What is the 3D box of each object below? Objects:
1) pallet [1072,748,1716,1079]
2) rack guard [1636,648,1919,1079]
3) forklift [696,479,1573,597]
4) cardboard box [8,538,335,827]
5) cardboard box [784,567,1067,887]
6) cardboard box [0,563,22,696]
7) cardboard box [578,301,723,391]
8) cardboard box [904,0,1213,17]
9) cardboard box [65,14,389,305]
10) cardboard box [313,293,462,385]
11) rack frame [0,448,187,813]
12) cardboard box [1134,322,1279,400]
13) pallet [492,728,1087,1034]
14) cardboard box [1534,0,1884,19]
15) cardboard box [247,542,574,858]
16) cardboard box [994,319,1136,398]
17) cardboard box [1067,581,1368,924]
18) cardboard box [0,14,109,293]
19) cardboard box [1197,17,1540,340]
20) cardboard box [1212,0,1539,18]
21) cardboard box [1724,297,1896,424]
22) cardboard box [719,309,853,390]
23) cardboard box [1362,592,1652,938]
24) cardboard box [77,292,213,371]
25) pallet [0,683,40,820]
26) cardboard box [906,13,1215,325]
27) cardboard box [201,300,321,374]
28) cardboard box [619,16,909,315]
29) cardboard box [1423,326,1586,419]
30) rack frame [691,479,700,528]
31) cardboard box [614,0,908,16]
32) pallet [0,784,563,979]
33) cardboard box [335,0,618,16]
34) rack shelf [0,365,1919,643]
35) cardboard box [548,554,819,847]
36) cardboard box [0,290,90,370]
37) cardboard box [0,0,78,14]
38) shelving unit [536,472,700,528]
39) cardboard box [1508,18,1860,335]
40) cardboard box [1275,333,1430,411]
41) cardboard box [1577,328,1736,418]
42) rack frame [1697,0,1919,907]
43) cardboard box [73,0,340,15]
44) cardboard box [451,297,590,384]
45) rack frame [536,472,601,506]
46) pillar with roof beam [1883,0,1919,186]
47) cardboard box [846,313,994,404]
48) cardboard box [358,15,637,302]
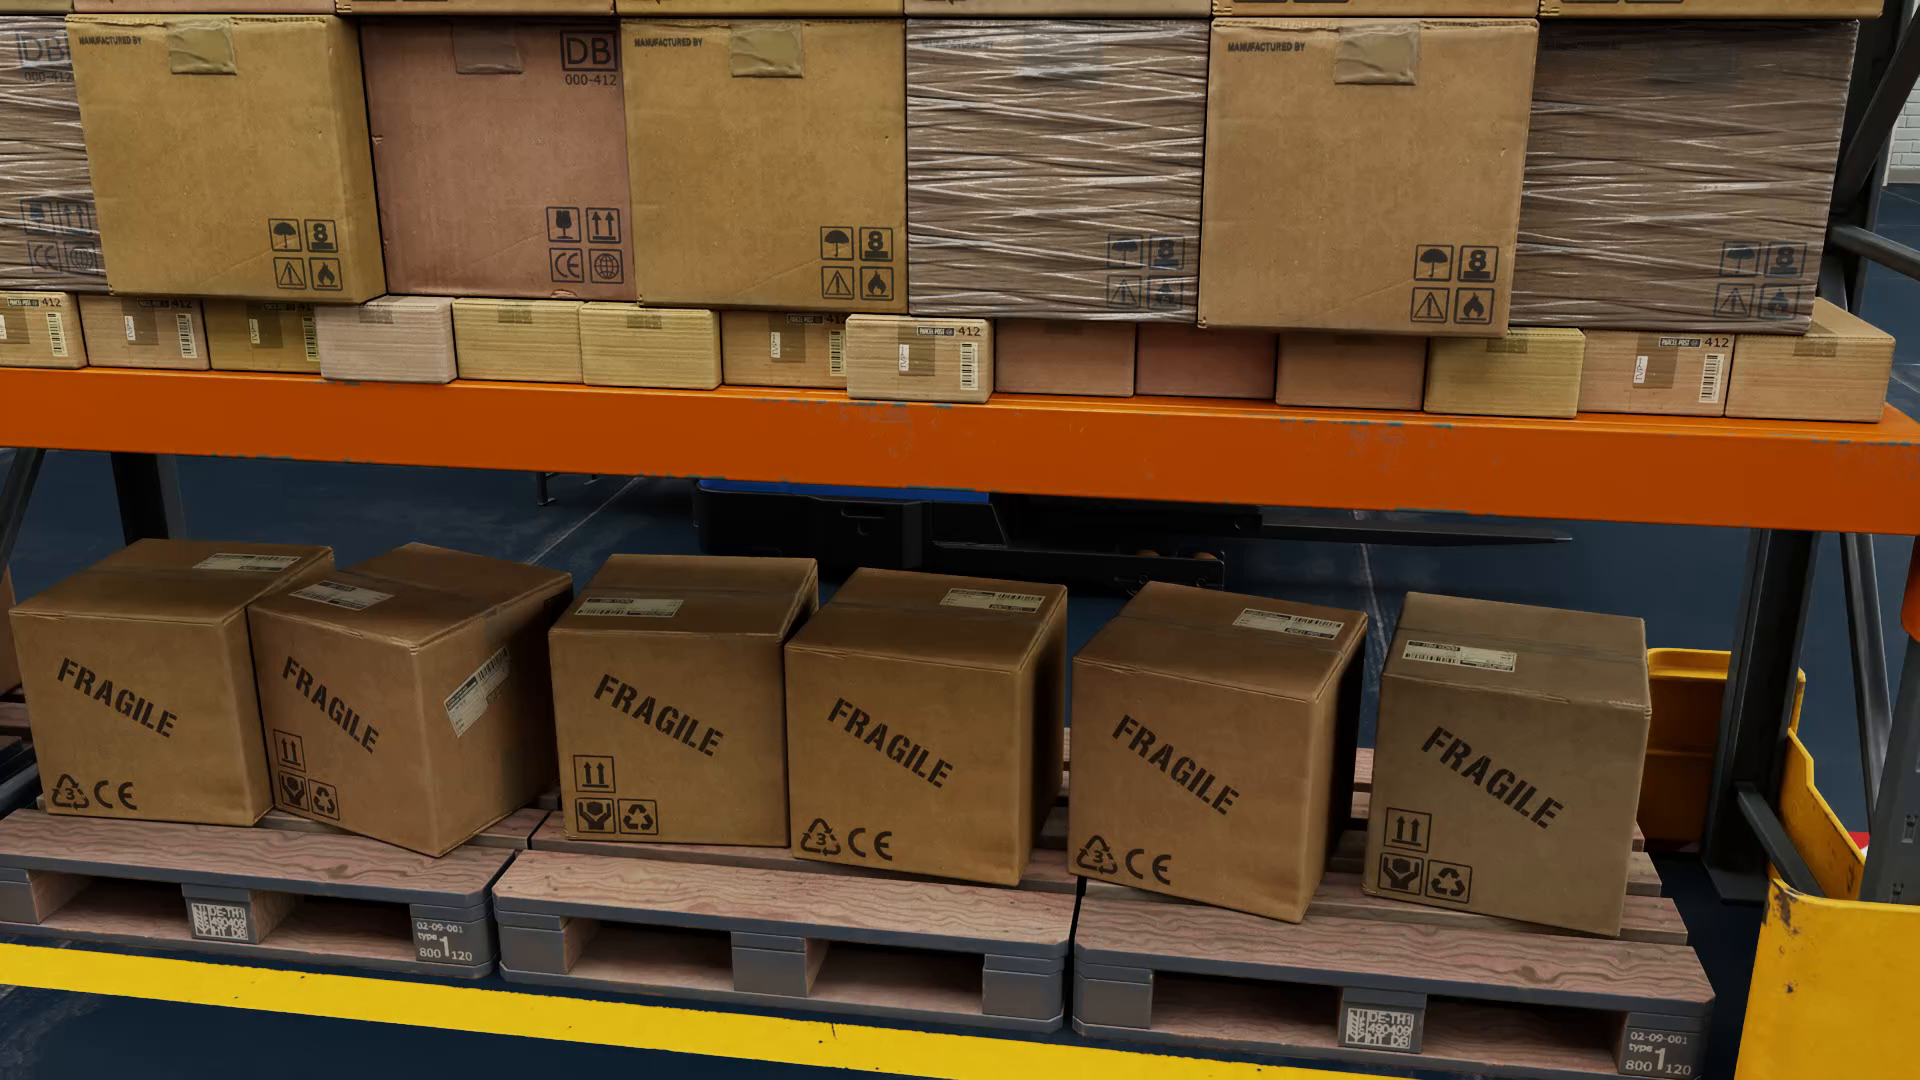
[{"bbox_3d":[0.893,0.768,3.675,1.213,0.211,1.003,3,19,9],"label":"pallet"},{"bbox_3d":[1.689,0.683,3.474,0.348,0.500,1.175,3,19,9],"label":"rack guard"},{"bbox_3d":[0.622,-1.359,5.746,3.031,2.935,1.130,3,19,8],"label":"forklift"},{"bbox_3d":[-1.797,0.319,3.900,0.500,0.500,0.500,2,19,7],"label":"cardboard box"},{"bbox_3d":[-0.060,0.394,3.675,0.500,0.500,0.500,5,19,14],"label":"cardboard box"},{"bbox_3d":[-2.788,0.239,4.107,0.500,0.500,0.700,1,19,4],"label":"cardboard box"},{"bbox_3d":[-0.537,-0.404,3.180,0.250,0.149,0.380,3,19,9],"label":"cardboard box"},{"bbox_3d":[0.194,-1.161,2.843,0.500,0.500,0.500,3,19,9],"label":"cardboard box"},{"bbox_3d":[-1.263,-0.810,3.370,0.500,0.500,0.875,3,19,9],"label":"cardboard box"},{"bbox_3d":[-1.036,-0.420,3.227,0.250,0.149,0.380,3,19,9],"label":"cardboard box"},{"bbox_3d":[-2.185,-0.700,3.667,0.127,3.000,1.000,3,19,9],"label":"rack frame"},{"bbox_3d":[0.464,-0.381,3.111,0.250,0.149,0.380,3,19,9],"label":"cardboard box"},{"bbox_3d":[-0.308,0.706,3.860,1.213,0.211,1.003,3,19,9],"label":"pallet"},{"bbox_3d":[1.182,-1.111,2.695,0.500,0.500,0.500,3,19,9],"label":"cardboard box"},{"bbox_3d":[-1.230,0.346,3.821,0.500,0.500,0.500,9,21,26],"label":"cardboard box"},{"bbox_3d":[0.213,-0.387,3.128,0.250,0.149,0.380,3,19,9],"label":"cardboard box"},{"bbox_3d":[0.555,0.432,3.563,0.500,0.500,0.500,8,20,23],"label":"cardboard box"},{"bbox_3d":[-1.751,-0.846,3.479,0.500,0.500,0.875,3,19,9],"label":"cardboard box"},{"bbox_3d":[0.713,-0.711,3.074,0.500,0.500,0.875,3,19,9],"label":"cardboard box"},{"bbox_3d":[0.687,-1.135,2.765,0.500,0.500,0.500,3,19,9],"label":"cardboard box"},{"bbox_3d":[1.450,-0.329,2.955,0.250,0.149,0.380,3,19,9],"label":"cardboard box"},{"bbox_3d":[-0.283,-0.406,3.185,0.250,0.149,0.380,3,19,9],"label":"cardboard box"},{"bbox_3d":[1.150,0.451,3.505,0.500,0.500,0.500,7,20,19],"label":"cardboard box"},{"bbox_3d":[-1.525,-0.455,3.332,0.250,0.149,0.380,3,19,9],"label":"cardboard box"},{"bbox_3d":[-2.954,0.584,4.225,1.213,0.211,1.003,3,19,9],"label":"pallet"},{"bbox_3d":[0.226,-0.750,3.189,0.500,0.500,0.875,3,19,9],"label":"cardboard box"},{"bbox_3d":[-1.276,-0.445,3.303,0.250,0.149,0.380,3,19,9],"label":"cardboard box"},{"bbox_3d":[-0.266,-0.778,3.276,0.500,0.500,0.875,3,19,9],"label":"cardboard box"},{"bbox_3d":[0.948,-0.338,2.983,0.250,0.149,0.380,3,19,9],"label":"cardboard box"},{"bbox_3d":[-0.943,-0.815,6.376,0.023,1.500,0.400,8,20,22],"label":"rack frame"},{"bbox_3d":[-0.298,-1.188,2.925,0.500,0.500,0.500,3,19,9],"label":"cardboard box"},{"bbox_3d":[-1.516,0.645,4.042,1.213,0.211,1.003,3,19,9],"label":"pallet"},{"bbox_3d":[-0.794,-1.210,2.990,0.500,0.500,0.500,3,19,9],"label":"cardboard box"},{"bbox_3d":[-0.210,-0.258,3.481,4.000,0.370,1.077,3,19,9],"label":"rack shelf"},{"bbox_3d":[-0.604,0.352,3.801,0.500,0.500,0.500,1,19,4],"label":"cardboard box"},{"bbox_3d":[-1.776,-0.459,3.343,0.250,0.149,0.380,3,19,9],"label":"cardboard box"},{"bbox_3d":[-1.781,-1.260,3.140,0.500,0.500,0.500,3,19,9],"label":"cardboard box"},{"bbox_3d":[-1.279,-0.861,6.514,0.755,1.500,0.431,8,20,22],"label":"shelving unit"},{"bbox_3d":[1.226,-0.723,3.111,0.500,0.500,0.875,3,19,9],"label":"cardboard box"},{"bbox_3d":[0.704,-0.356,3.035,0.250,0.149,0.380,3,19,9],"label":"cardboard box"},{"bbox_3d":[1.203,-0.342,2.993,0.250,0.149,0.380,3,19,9],"label":"cardboard box"},{"bbox_3d":[1.764,-0.498,3.066,0.127,3.000,1.000,3,19,9],"label":"rack frame"},{"bbox_3d":[-1.287,-1.235,3.066,0.500,0.500,0.500,3,19,9],"label":"cardboard box"},{"bbox_3d":[-0.783,-0.420,3.228,0.250,0.149,0.380,3,19,9],"label":"cardboard box"},{"bbox_3d":[-1.615,-0.907,6.651,0.023,1.500,0.400,8,20,22],"label":"rack frame"},{"bbox_3d":[8.816,-6.670,12.056,0.400,9.000,9.100,3,19,9],"label":"pillar with roof beam"},{"bbox_3d":[-0.048,-0.372,3.082,0.250,0.149,0.380,3,19,9],"label":"cardboard box"},{"bbox_3d":[-0.753,-0.816,3.389,0.500,0.500,0.875,3,19,9],"label":"cardboard box"}]
